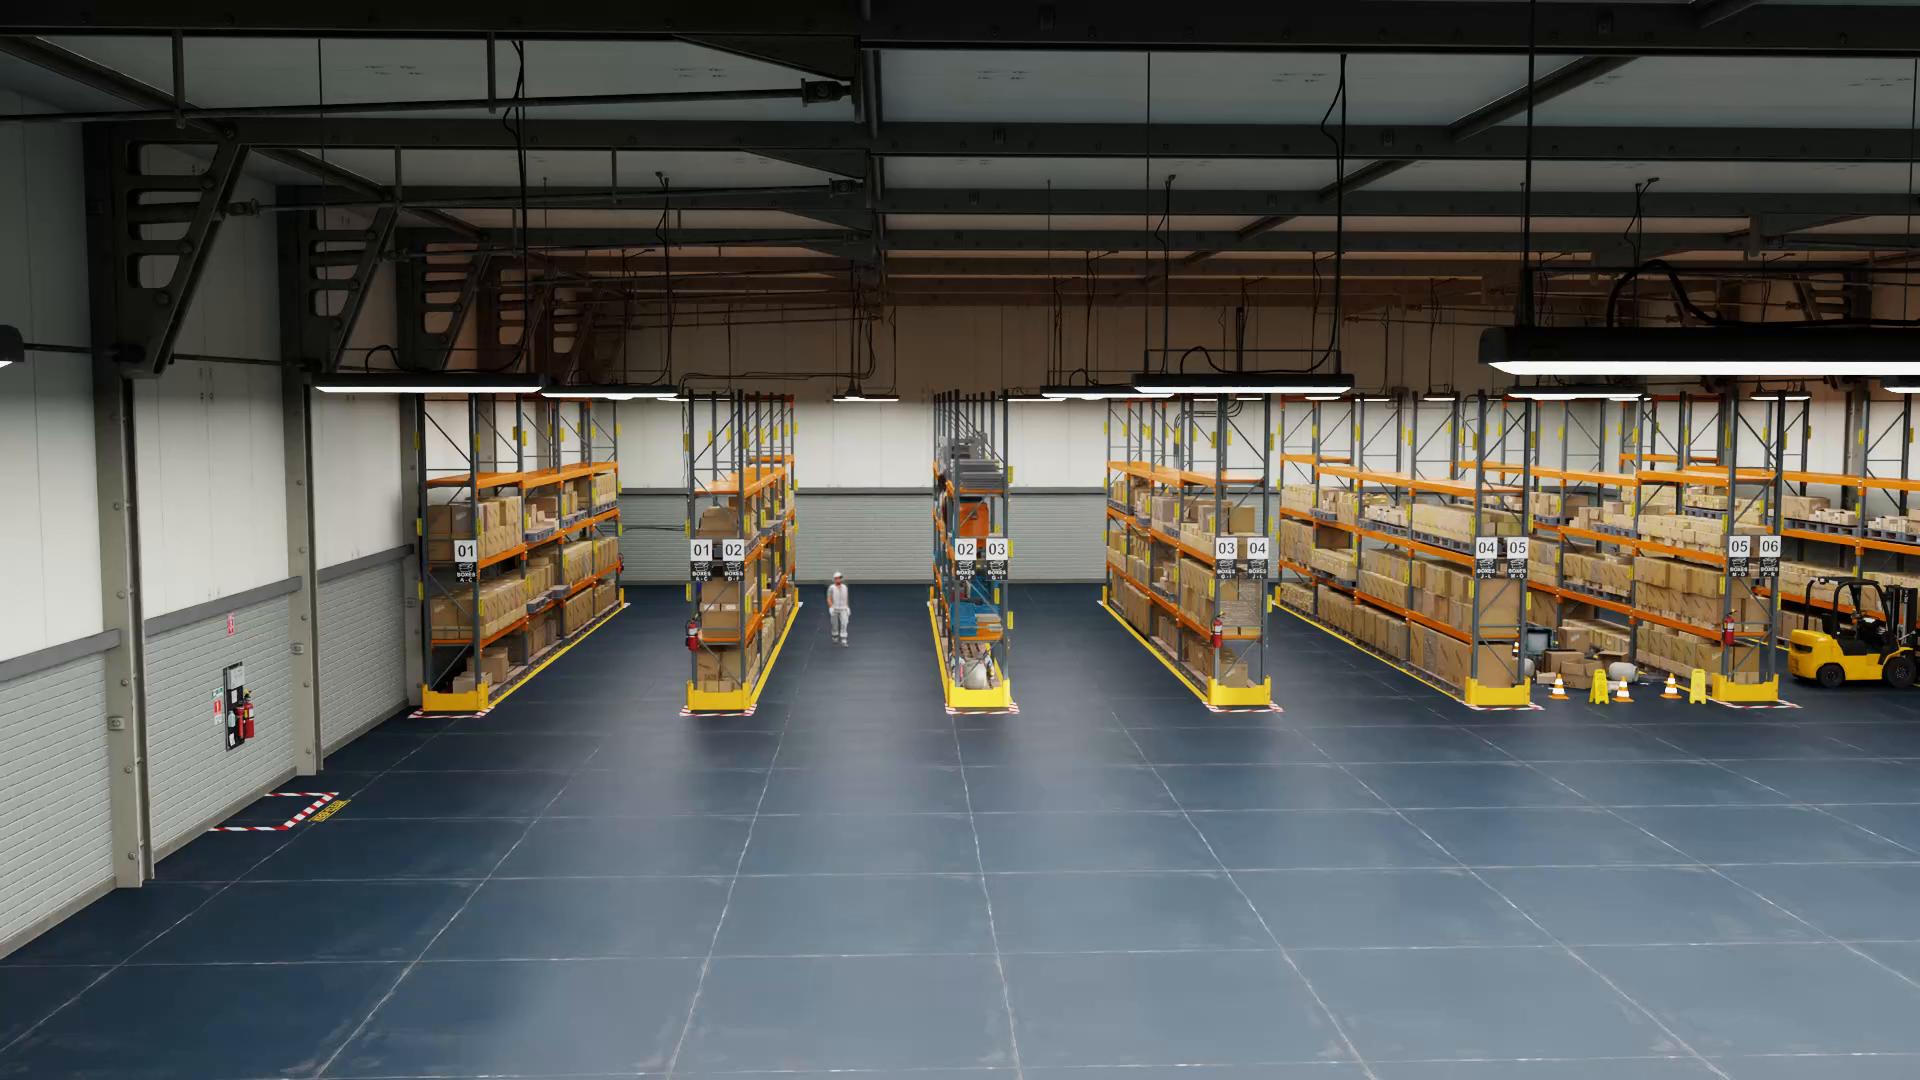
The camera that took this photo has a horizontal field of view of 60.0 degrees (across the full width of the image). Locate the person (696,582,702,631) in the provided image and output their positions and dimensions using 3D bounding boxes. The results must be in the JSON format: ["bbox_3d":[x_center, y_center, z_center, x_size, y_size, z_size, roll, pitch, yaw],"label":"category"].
[{"bbox_3d":[-6.586,1.475,42.216,0.413,1.608,0.949,0,5,4],"label":"person"}]

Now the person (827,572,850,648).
[{"bbox_3d":[-2.822,1.637,38.873,0.567,1.736,1.017,-1,5,-9],"label":"person"}]

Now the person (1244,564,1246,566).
[{"bbox_3d":[8.493,0.724,51.160,0.616,1.760,0.521,0,5,-4],"label":"person"}]
